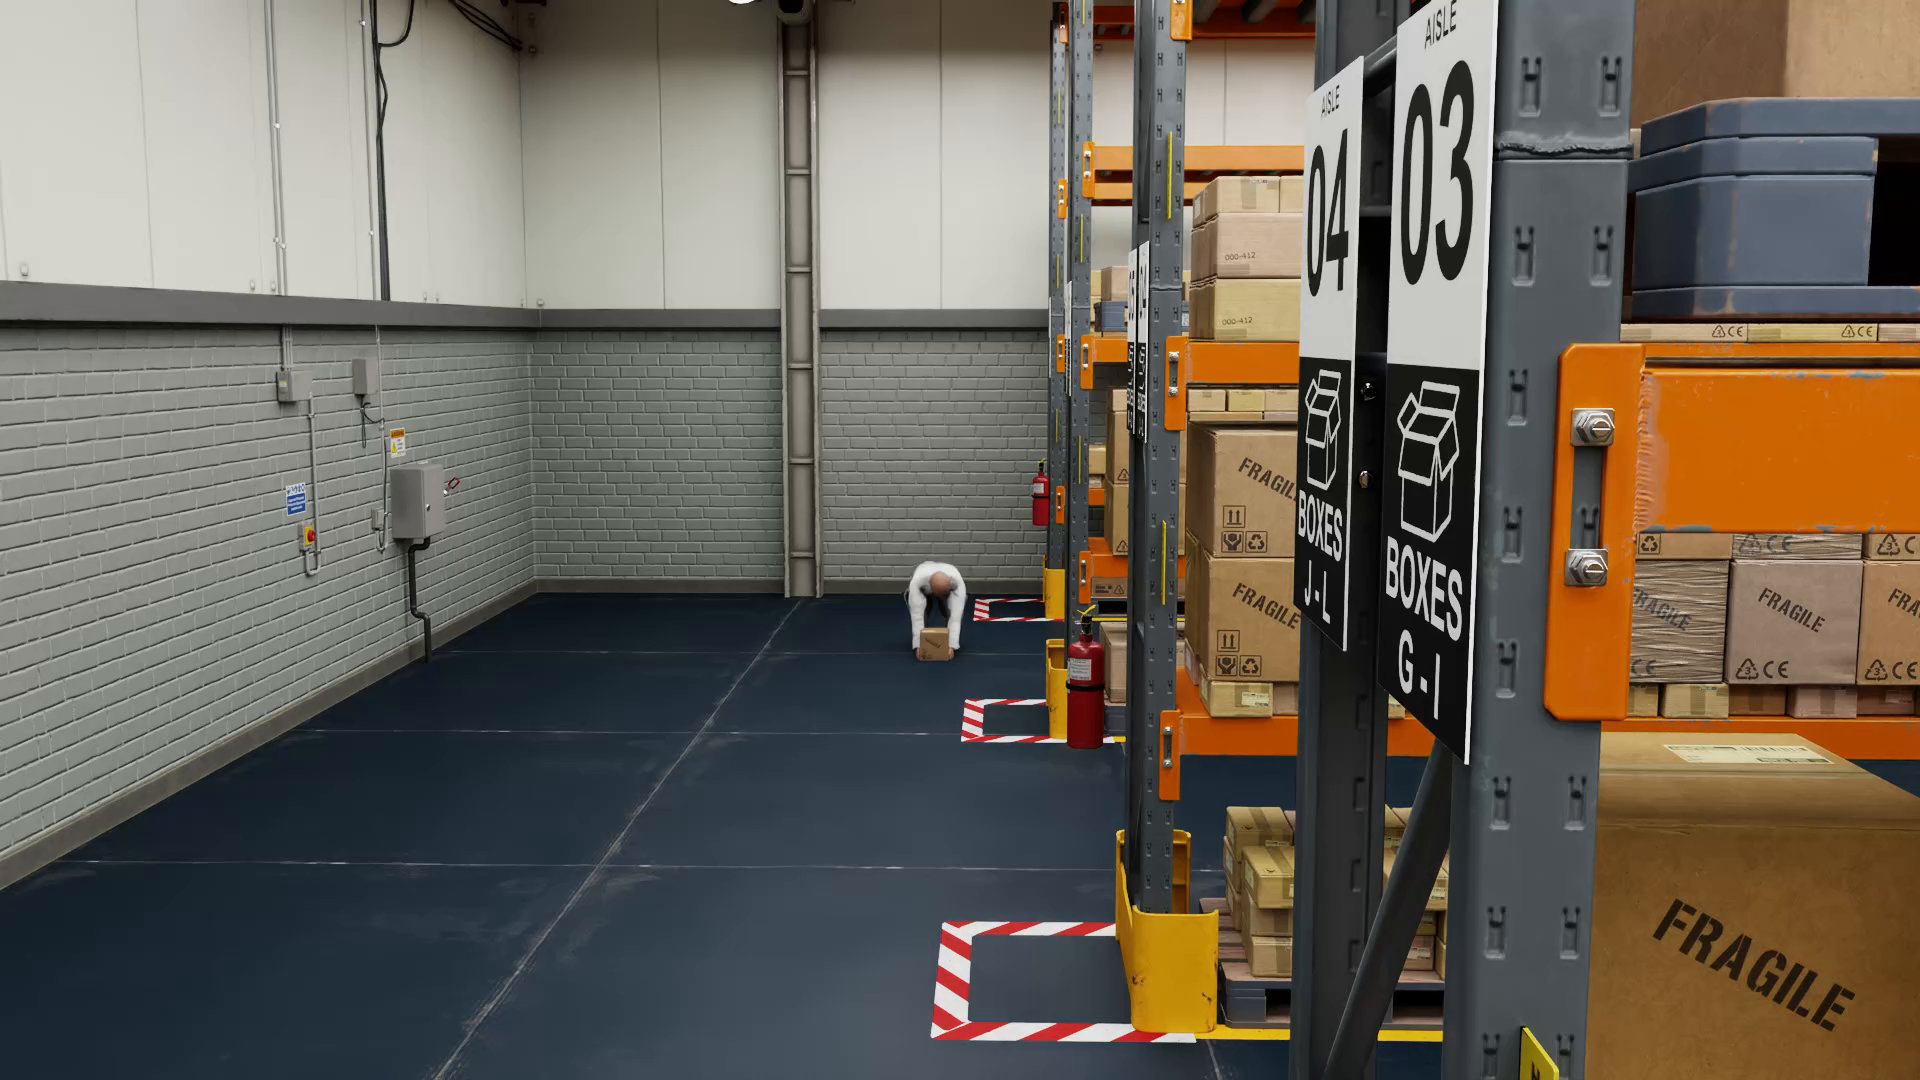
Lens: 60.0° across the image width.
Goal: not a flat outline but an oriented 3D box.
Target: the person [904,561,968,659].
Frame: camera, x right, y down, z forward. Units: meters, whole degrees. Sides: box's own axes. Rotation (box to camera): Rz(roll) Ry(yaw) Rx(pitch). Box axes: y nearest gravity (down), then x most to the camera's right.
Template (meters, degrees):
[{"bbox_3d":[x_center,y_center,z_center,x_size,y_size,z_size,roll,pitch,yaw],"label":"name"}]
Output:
[{"bbox_3d":[-0.219,0.613,14.946,0.575,0.816,0.940,0,7,0],"label":"person"}]
